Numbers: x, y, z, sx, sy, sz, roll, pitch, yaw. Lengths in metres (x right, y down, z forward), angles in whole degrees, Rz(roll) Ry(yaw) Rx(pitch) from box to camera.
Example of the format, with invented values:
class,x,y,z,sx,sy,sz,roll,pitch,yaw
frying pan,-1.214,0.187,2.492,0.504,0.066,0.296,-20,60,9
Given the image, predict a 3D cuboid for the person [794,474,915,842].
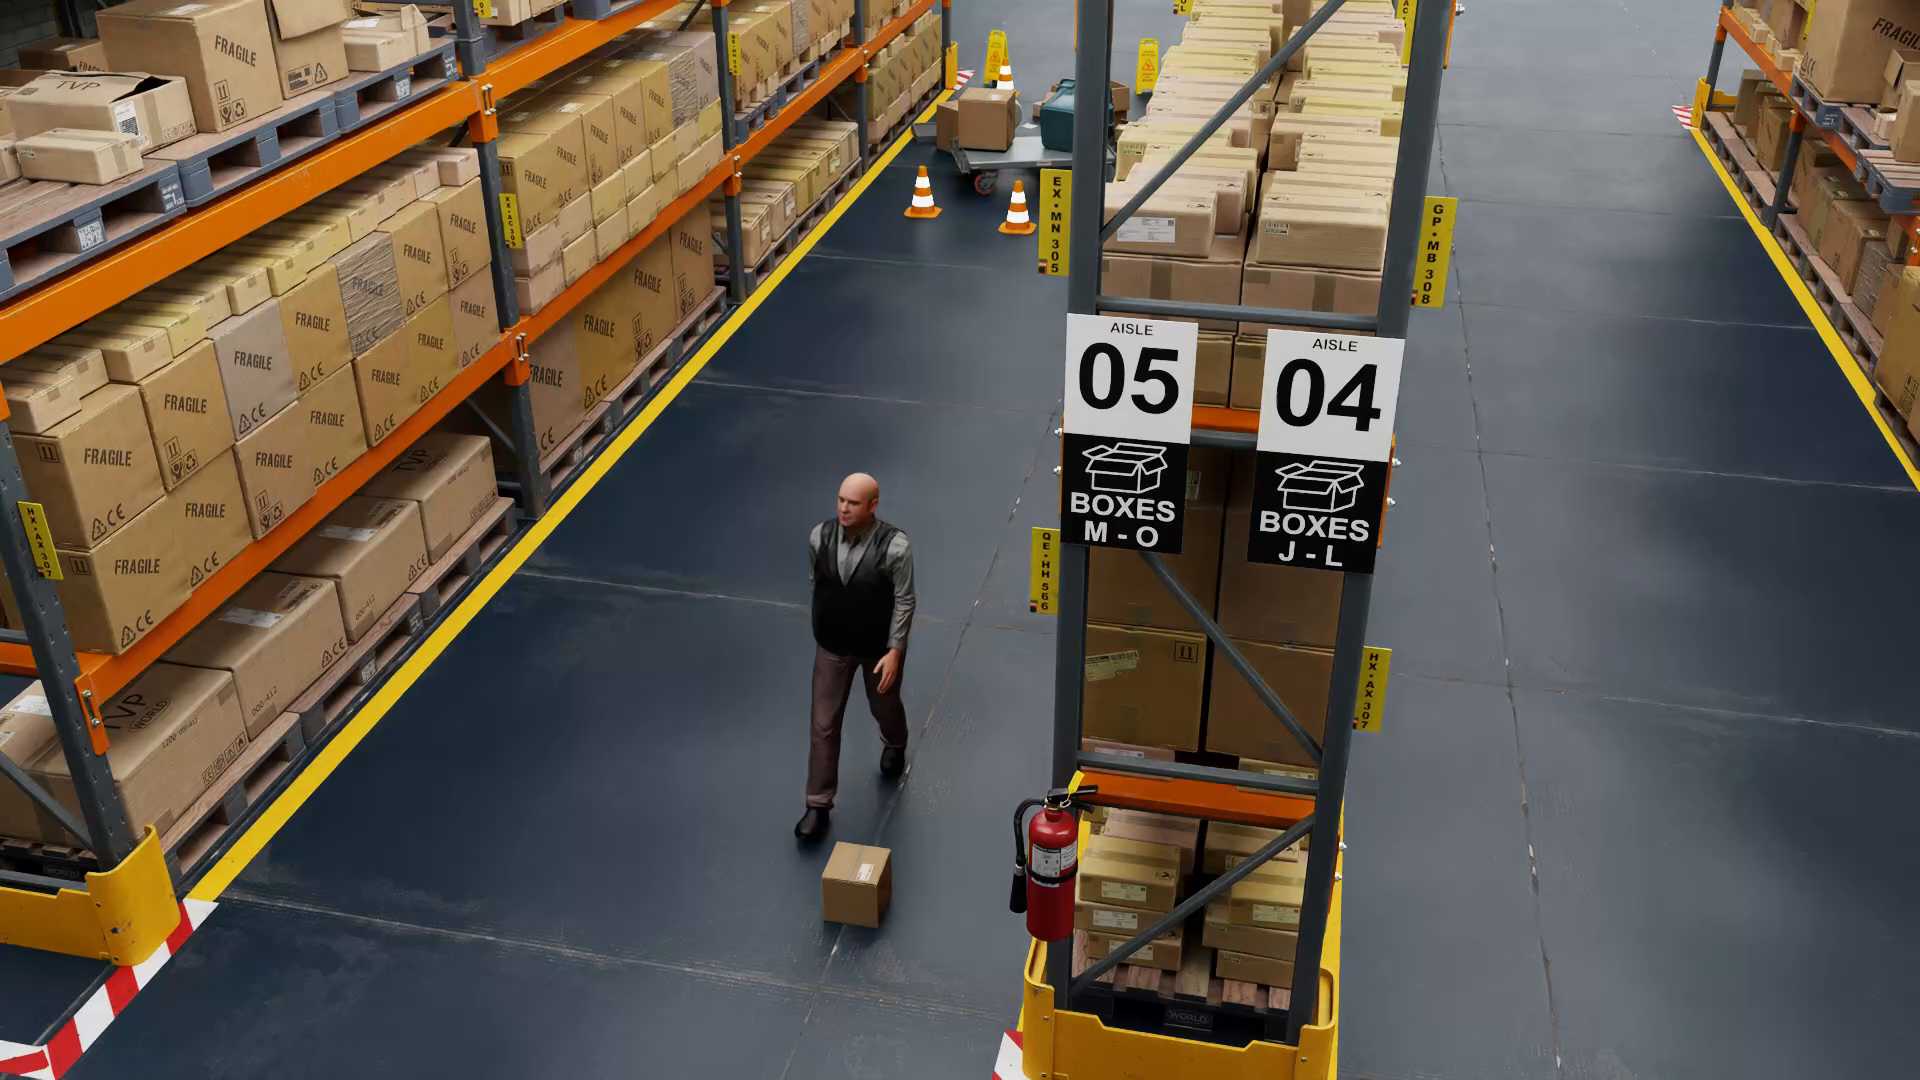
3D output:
class,x,y,z,sx,sy,sz,roll,pitch,yaw
person,-0.484,0.522,7.700,0.540,1.685,0.919,6,29,11
